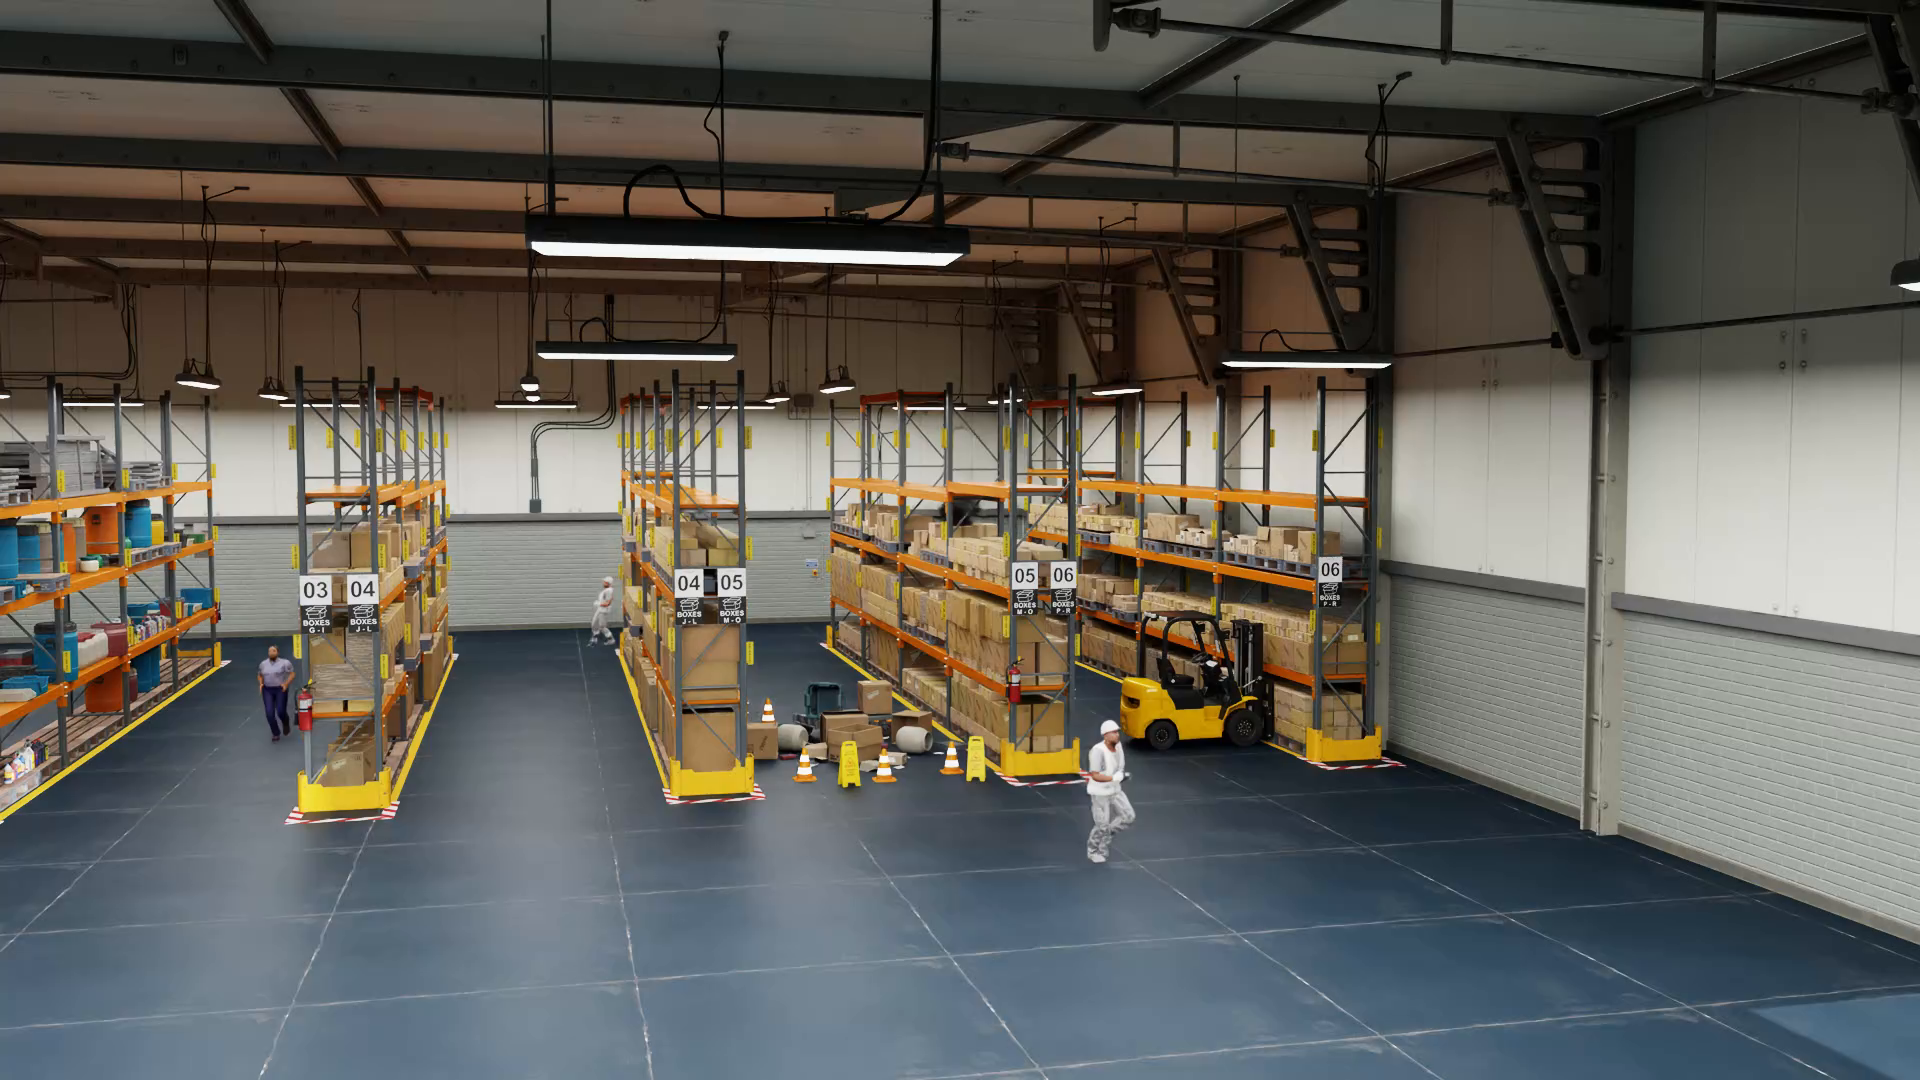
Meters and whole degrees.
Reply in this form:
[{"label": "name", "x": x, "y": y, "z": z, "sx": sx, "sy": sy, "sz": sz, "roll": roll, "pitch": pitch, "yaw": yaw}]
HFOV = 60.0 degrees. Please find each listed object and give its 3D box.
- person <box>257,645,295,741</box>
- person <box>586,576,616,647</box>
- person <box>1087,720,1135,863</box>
[{"label": "person", "x": -11.423, "y": 2.547, "z": 27.738, "sx": 0.586, "sy": 1.601, "sz": 0.524, "roll": -1, "pitch": 3, "yaw": -9}, {"label": "person", "x": -8.665, "y": 1.748, "z": 40.130, "sx": 0.698, "sy": 1.761, "sz": 0.794, "roll": -1, "pitch": 4, "yaw": -17}, {"label": "person", "x": 1.766, "y": 2.957, "z": 19.479, "sx": 0.728, "sy": 1.721, "sz": 0.722, "roll": 3, "pitch": 5, "yaw": 42}]
